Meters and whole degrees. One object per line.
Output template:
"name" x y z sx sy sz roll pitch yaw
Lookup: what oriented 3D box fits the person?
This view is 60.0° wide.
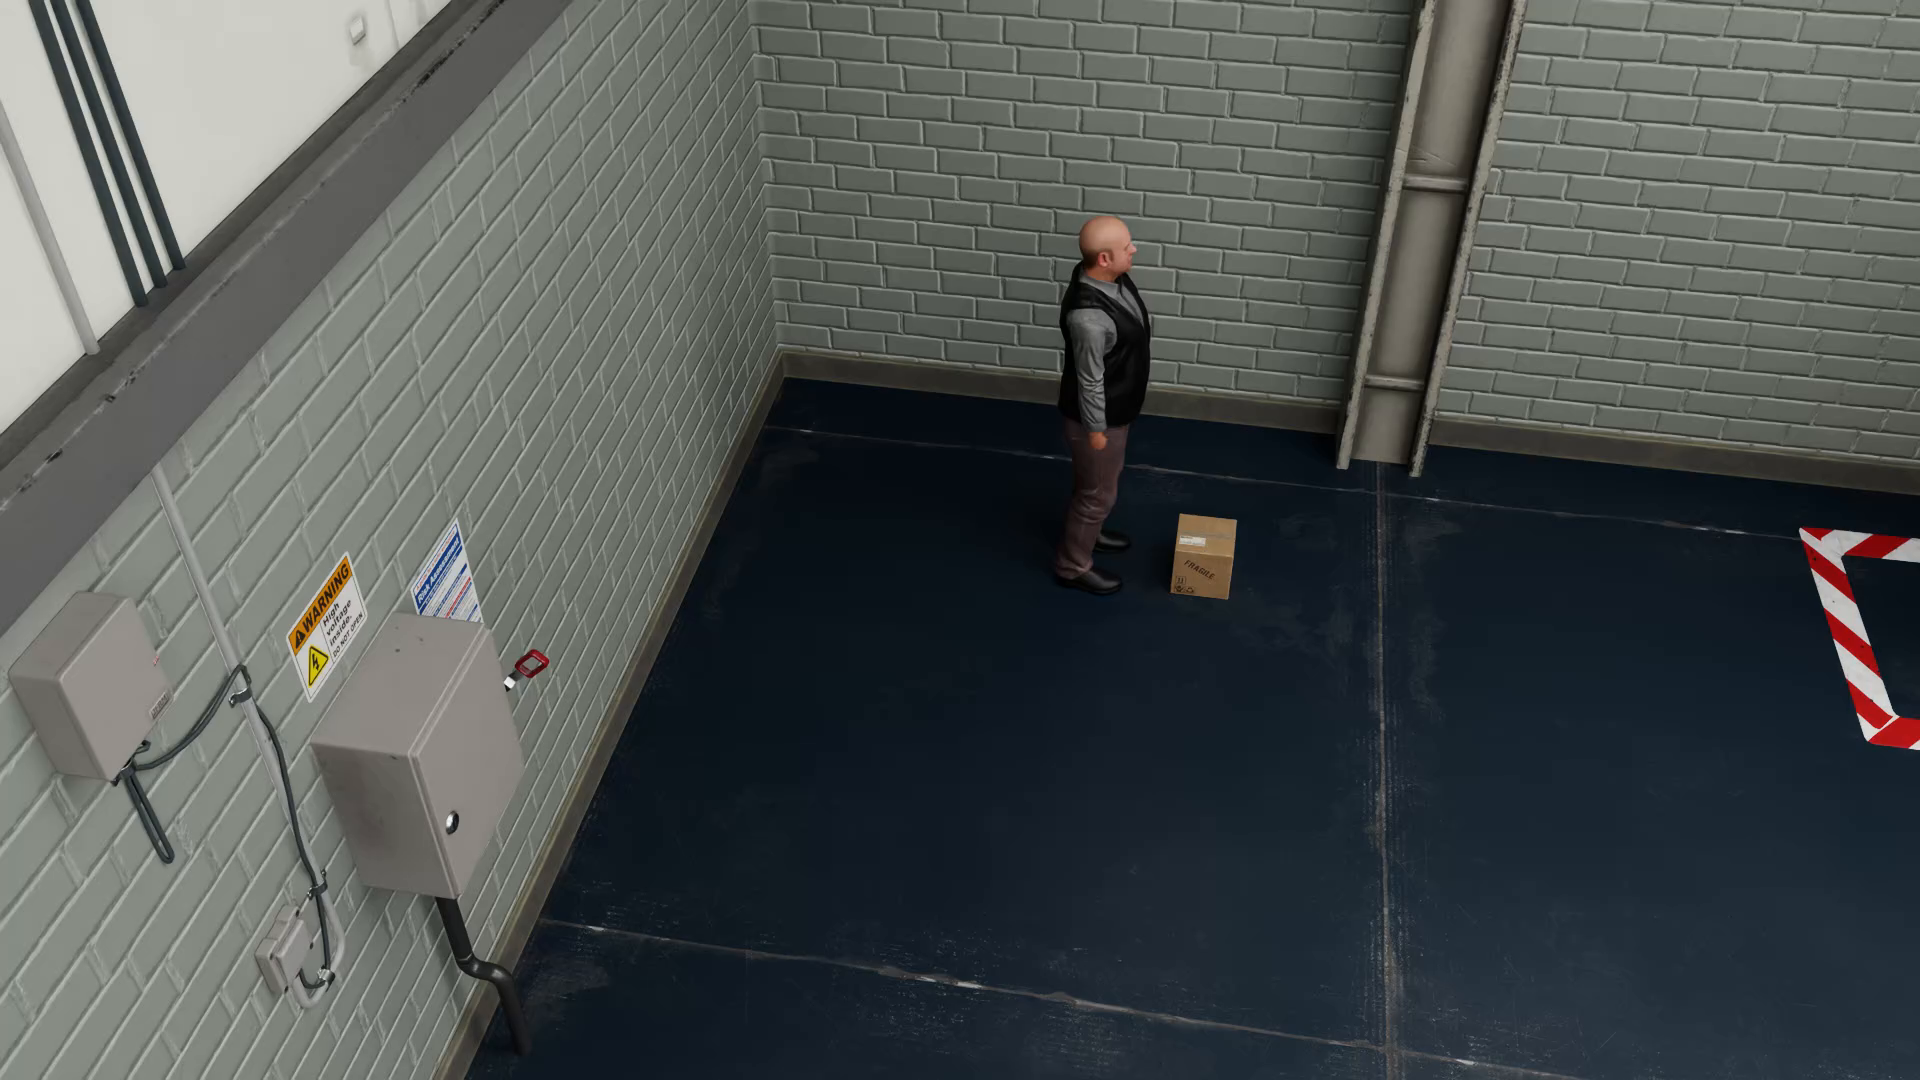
"person" 0.584 -0.556 6.835 0.359 1.716 0.531 8 41 9
